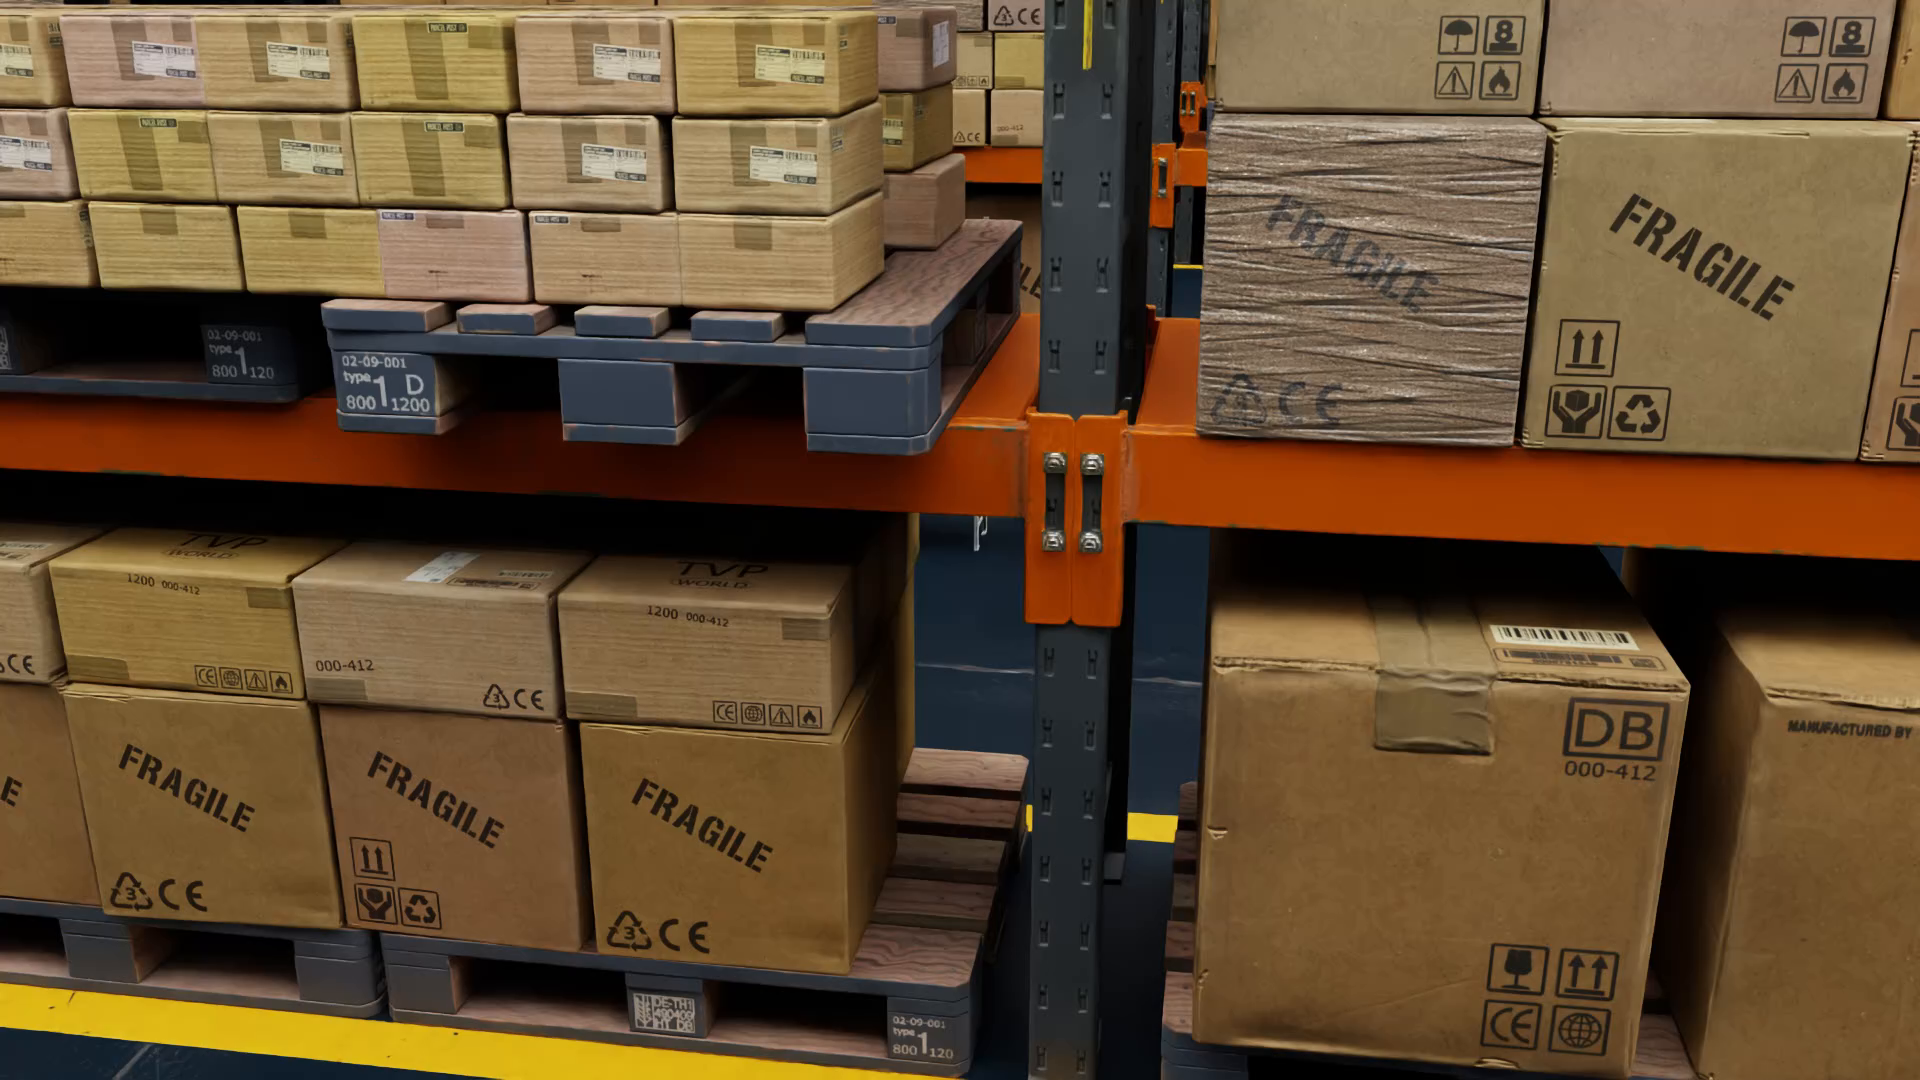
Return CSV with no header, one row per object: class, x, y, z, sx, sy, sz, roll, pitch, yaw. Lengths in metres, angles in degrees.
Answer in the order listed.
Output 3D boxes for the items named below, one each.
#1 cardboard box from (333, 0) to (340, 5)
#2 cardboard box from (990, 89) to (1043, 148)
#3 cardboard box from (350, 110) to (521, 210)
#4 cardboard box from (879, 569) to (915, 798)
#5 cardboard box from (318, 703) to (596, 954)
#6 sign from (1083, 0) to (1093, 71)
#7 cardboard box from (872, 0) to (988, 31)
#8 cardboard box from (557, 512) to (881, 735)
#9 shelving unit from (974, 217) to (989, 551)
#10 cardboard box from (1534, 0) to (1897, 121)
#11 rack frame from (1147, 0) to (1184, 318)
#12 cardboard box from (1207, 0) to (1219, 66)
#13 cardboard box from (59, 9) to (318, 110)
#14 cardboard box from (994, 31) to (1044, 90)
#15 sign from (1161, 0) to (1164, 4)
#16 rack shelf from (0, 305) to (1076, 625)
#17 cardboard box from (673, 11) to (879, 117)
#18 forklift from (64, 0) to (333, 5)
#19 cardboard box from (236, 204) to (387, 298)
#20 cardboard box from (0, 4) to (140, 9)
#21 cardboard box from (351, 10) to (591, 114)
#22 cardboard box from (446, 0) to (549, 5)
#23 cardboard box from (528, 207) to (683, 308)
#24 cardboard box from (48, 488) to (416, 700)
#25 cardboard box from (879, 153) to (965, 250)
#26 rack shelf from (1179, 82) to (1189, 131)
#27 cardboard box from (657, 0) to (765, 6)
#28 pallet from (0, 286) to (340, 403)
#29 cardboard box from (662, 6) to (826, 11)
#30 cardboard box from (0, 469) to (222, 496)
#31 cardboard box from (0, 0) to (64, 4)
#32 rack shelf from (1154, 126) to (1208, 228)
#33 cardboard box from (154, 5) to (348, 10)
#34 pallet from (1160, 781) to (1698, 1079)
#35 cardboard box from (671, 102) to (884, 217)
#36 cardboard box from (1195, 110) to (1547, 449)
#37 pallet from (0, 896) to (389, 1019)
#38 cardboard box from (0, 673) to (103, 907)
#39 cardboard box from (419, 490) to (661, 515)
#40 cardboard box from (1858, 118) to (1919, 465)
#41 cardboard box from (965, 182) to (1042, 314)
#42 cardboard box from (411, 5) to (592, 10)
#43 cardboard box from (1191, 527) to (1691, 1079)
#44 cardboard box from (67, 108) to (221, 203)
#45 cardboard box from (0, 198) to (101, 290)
cardboard box,-3.425,-2.909,8.536,0.500,0.500,0.500,3,19,9
cardboard box,0.416,-1.959,7.668,0.500,0.250,0.500,2,19,7
cardboard box,-0.813,-0.659,2.810,0.250,0.149,0.380,3,19,10
cardboard box,-0.387,0.340,3.836,0.500,0.500,0.500,2,19,6
cardboard box,-0.932,0.477,3.427,0.500,0.500,0.500,4,19,11
sign,0.194,-0.871,2.480,0.005,0.325,0.100,3,19,9
cardboard box,-0.104,-2.575,7.539,0.500,0.500,0.500,3,19,10
cardboard box,-0.446,0.148,3.229,0.500,0.250,0.500,2,19,7
shelving unit,-0.163,-0.577,6.138,0.503,1.200,0.258,3,19,9
cardboard box,1.212,-1.001,2.835,0.500,0.500,0.700,3,19,8
rack frame,0.956,-2.086,7.811,0.127,3.000,1.000,3,19,9
cardboard box,1.364,-2.379,7.397,0.500,0.500,0.500,2,19,7
cardboard box,-1.293,-0.826,2.842,0.250,0.149,0.380,3,19,9
cardboard box,0.438,-2.197,7.590,0.500,0.250,0.500,3,19,8
sign,0.871,-2.461,7.107,0.005,0.325,0.100,3,19,9
rack shelf,-1.704,-0.290,3.576,4.000,0.370,1.077,3,19,9
cardboard box,-0.286,-0.774,2.684,0.250,0.149,0.380,2,19,6
forklift,-2.976,-1.375,5.792,3.031,2.935,1.130,0,19,-1
cardboard box,-1.034,-0.531,2.896,0.250,0.149,0.380,3,19,8
cardboard box,-1.965,-1.069,3.567,0.250,0.149,0.380,2,19,6
cardboard box,-0.792,-0.800,2.763,0.250,0.149,0.380,4,19,10
cardboard box,-2.098,-2.680,7.852,0.500,0.500,0.500,3,19,8
cardboard box,-0.534,-0.504,2.817,0.250,0.149,0.380,3,19,9
cardboard box,-1.446,0.096,3.386,0.500,0.250,0.500,3,19,10
cardboard box,-0.139,-0.696,3.390,0.250,0.149,0.380,3,19,8
rack shelf,-0.235,-3.401,12.874,4.000,0.370,1.077,3,19,9
cardboard box,-1.091,-2.630,7.702,0.500,0.500,0.500,3,19,8
pallet,-1.690,-0.526,3.451,1.213,0.211,1.003,3,19,9
cardboard box,-0.421,-0.989,3.328,0.250,0.149,0.380,2,19,7
cardboard box,-1.874,-0.091,3.942,0.500,0.250,0.500,2,19,6
cardboard box,-4.507,-2.797,8.202,0.500,0.500,0.500,3,19,9
rack shelf,2.931,-1.644,7.624,4.000,0.370,1.077,3,19,9
cardboard box,-1.453,-1.042,3.487,0.250,0.149,0.380,3,19,10
pallet,1.037,0.855,3.414,1.213,0.211,1.003,3,19,9
cardboard box,-0.289,-0.634,2.735,0.250,0.149,0.380,3,19,10
cardboard box,0.671,-0.471,2.825,0.500,0.500,0.500,3,19,9
pallet,-1.702,0.690,3.908,1.213,0.211,1.003,3,19,9
cardboard box,-1.949,0.423,3.589,0.500,0.500,0.500,3,19,10
cardboard box,-0.872,-0.036,3.778,0.500,0.250,0.500,3,19,8
cardboard box,1.672,-0.420,2.675,0.500,0.500,0.500,3,19,9
cardboard box,0.287,-1.339,8.263,0.875,0.875,0.875,3,19,8
cardboard box,-0.923,-1.016,3.410,0.250,0.149,0.380,2,19,6
cardboard box,0.858,0.396,3.275,0.750,0.750,1.050,3,19,8
cardboard box,-1.306,-0.685,2.888,0.250,0.149,0.380,3,19,8
cardboard box,-1.555,-0.557,2.976,0.250,0.149,0.380,3,19,10
